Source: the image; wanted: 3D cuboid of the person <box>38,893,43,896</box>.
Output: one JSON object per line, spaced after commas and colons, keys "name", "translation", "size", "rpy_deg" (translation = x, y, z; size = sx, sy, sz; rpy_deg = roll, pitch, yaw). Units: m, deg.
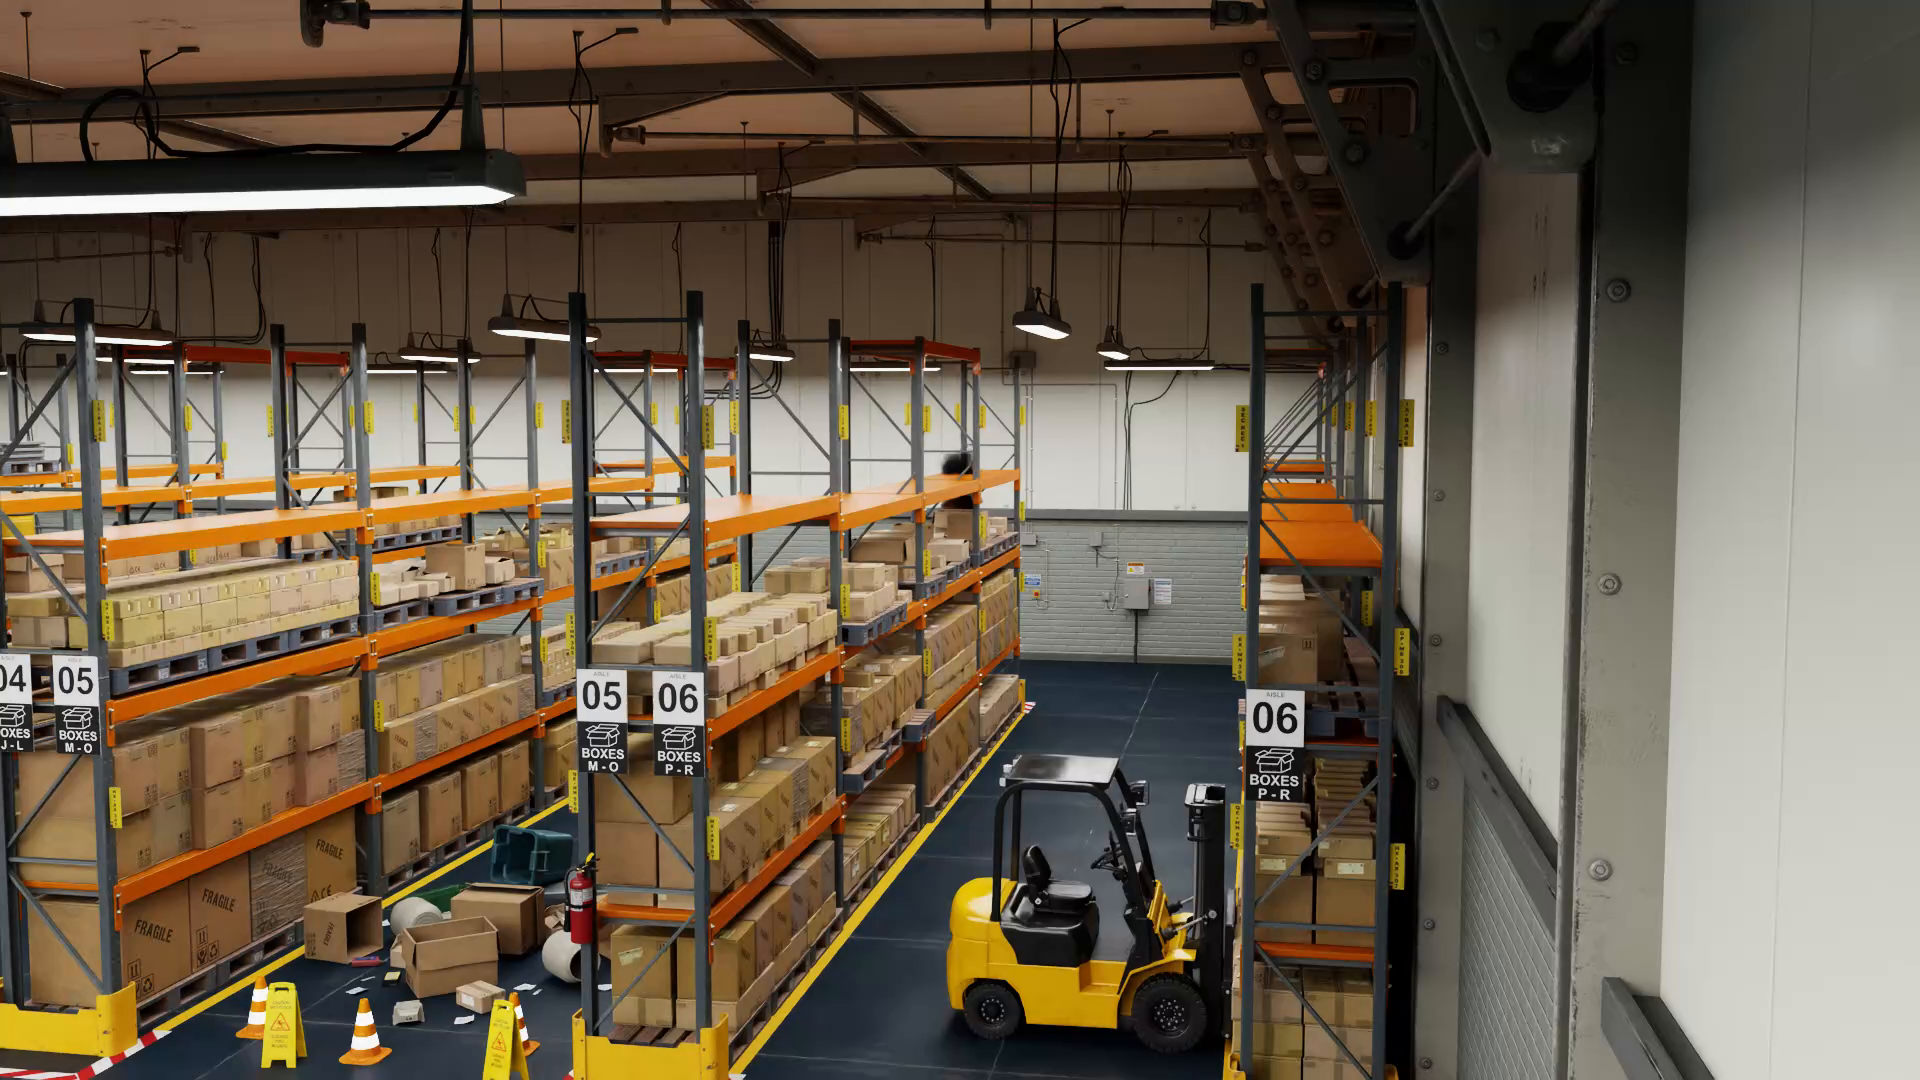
{"name": "person", "translation": [-8.466, 3.055, 15.738], "size": [0.710, 1.736, 0.654], "rpy_deg": [0, 5, -4]}
